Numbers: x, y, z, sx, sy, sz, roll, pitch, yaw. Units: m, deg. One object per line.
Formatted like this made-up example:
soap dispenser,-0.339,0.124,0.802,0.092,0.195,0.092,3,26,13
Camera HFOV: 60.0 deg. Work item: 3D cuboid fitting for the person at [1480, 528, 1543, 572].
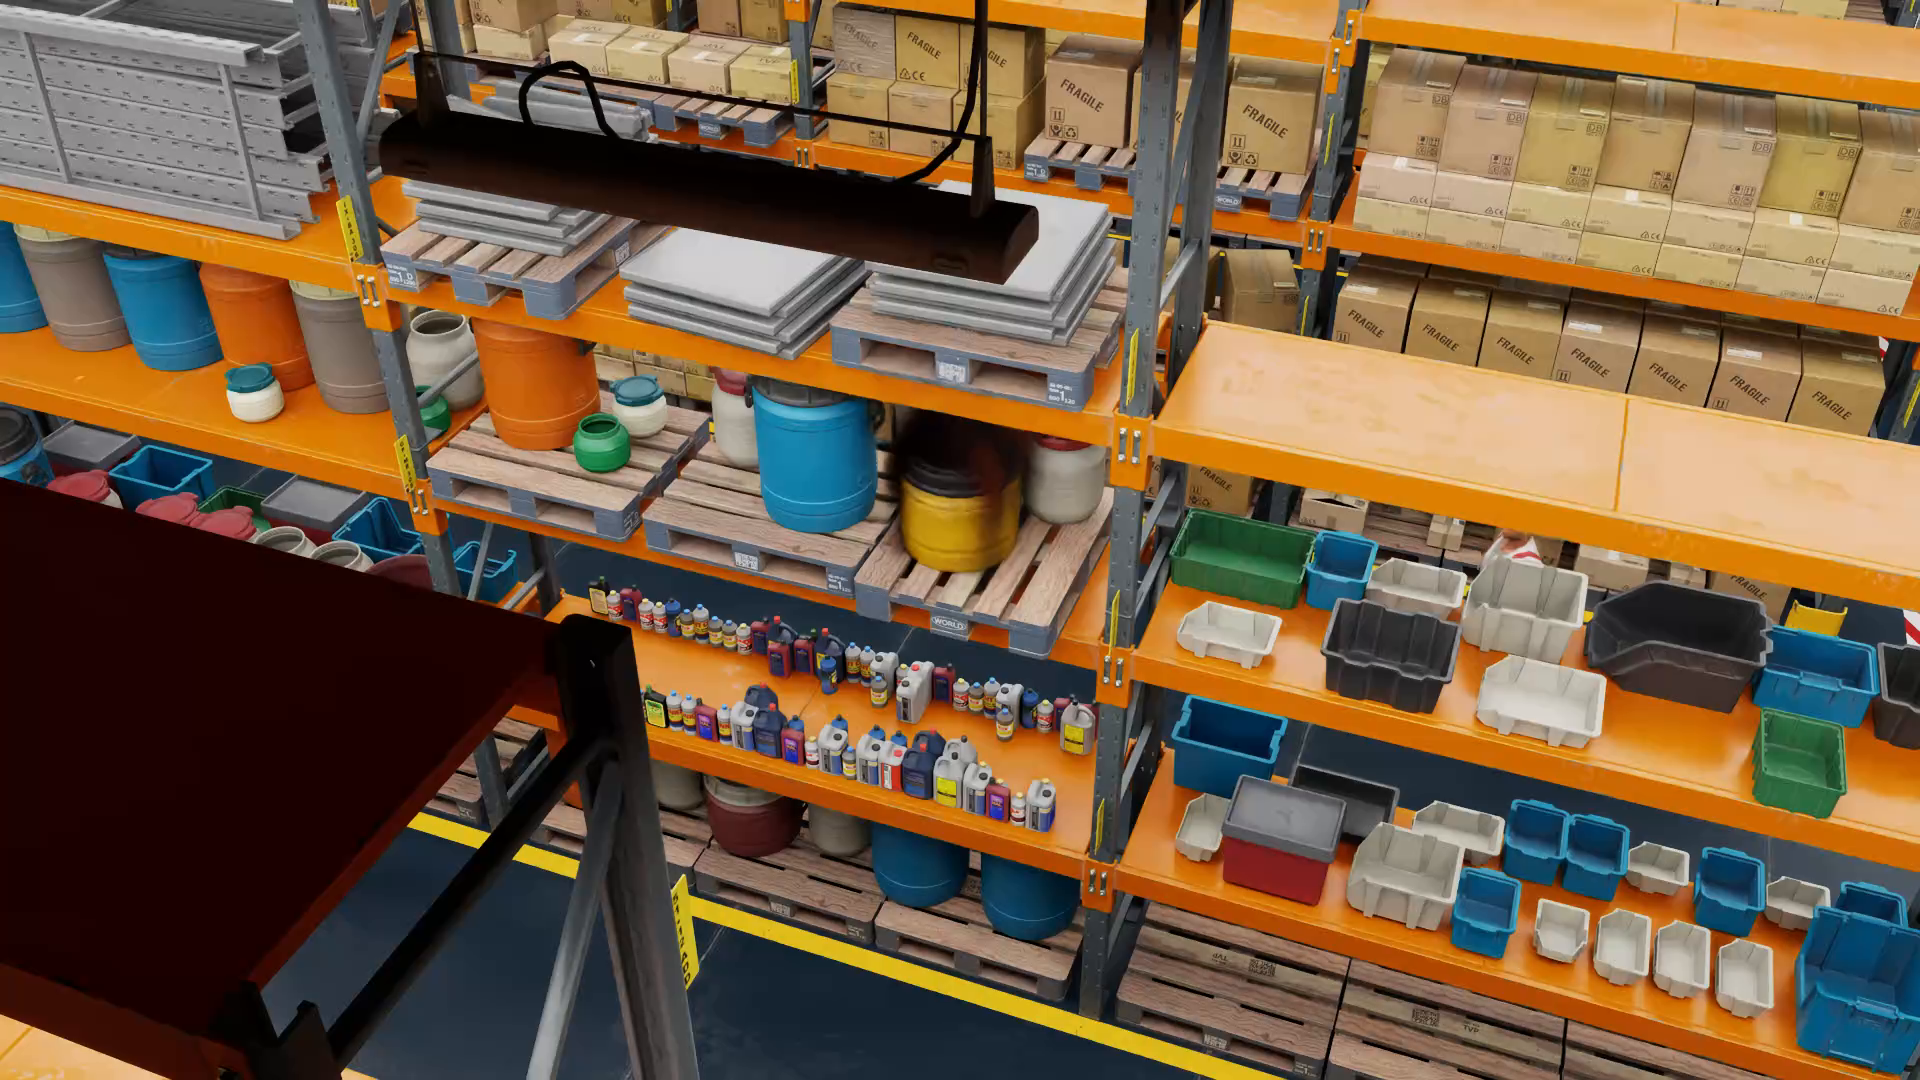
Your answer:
person,3.513,0.467,11.109,1.048,1.732,0.641,11,38,15
